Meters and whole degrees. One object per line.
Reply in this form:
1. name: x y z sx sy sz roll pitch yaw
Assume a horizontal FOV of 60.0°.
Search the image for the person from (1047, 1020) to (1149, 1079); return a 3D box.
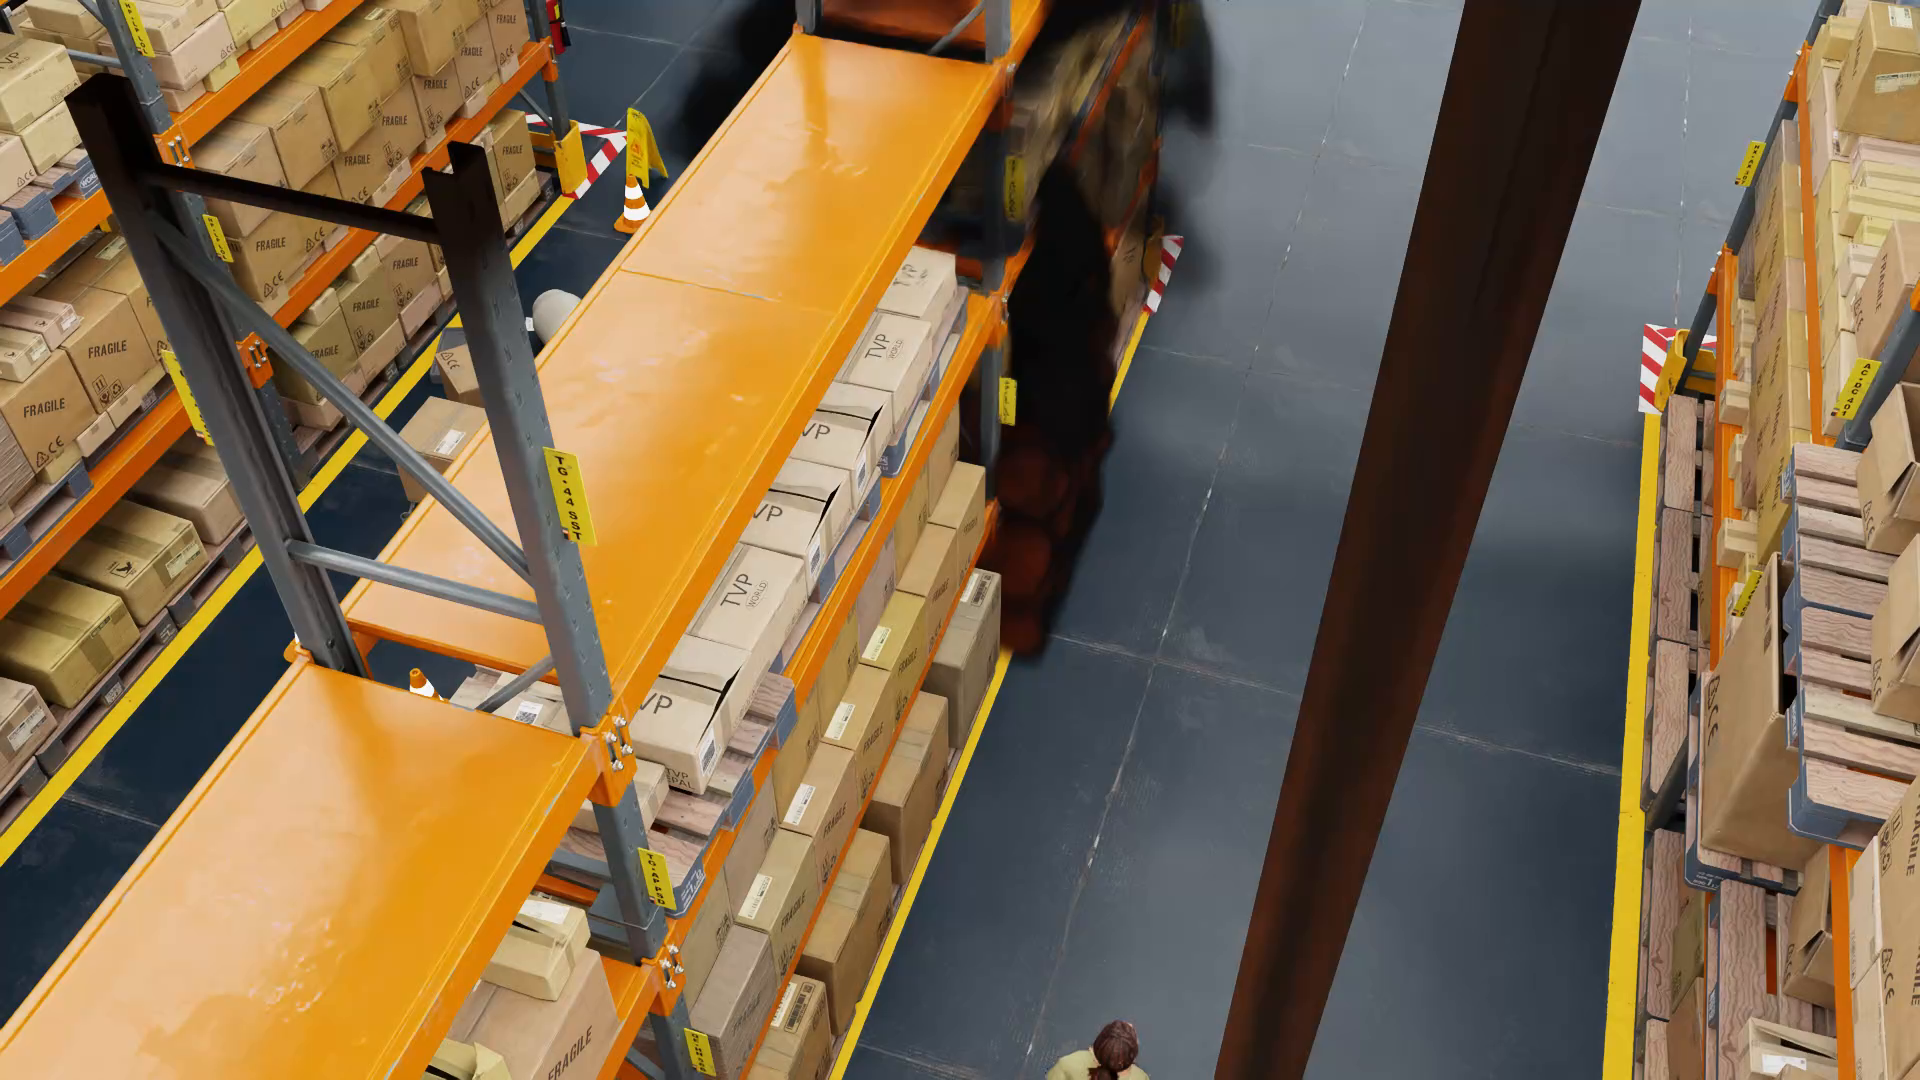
1. person: 0.640 2.562 7.346 0.564 1.573 0.537 14 47 13
